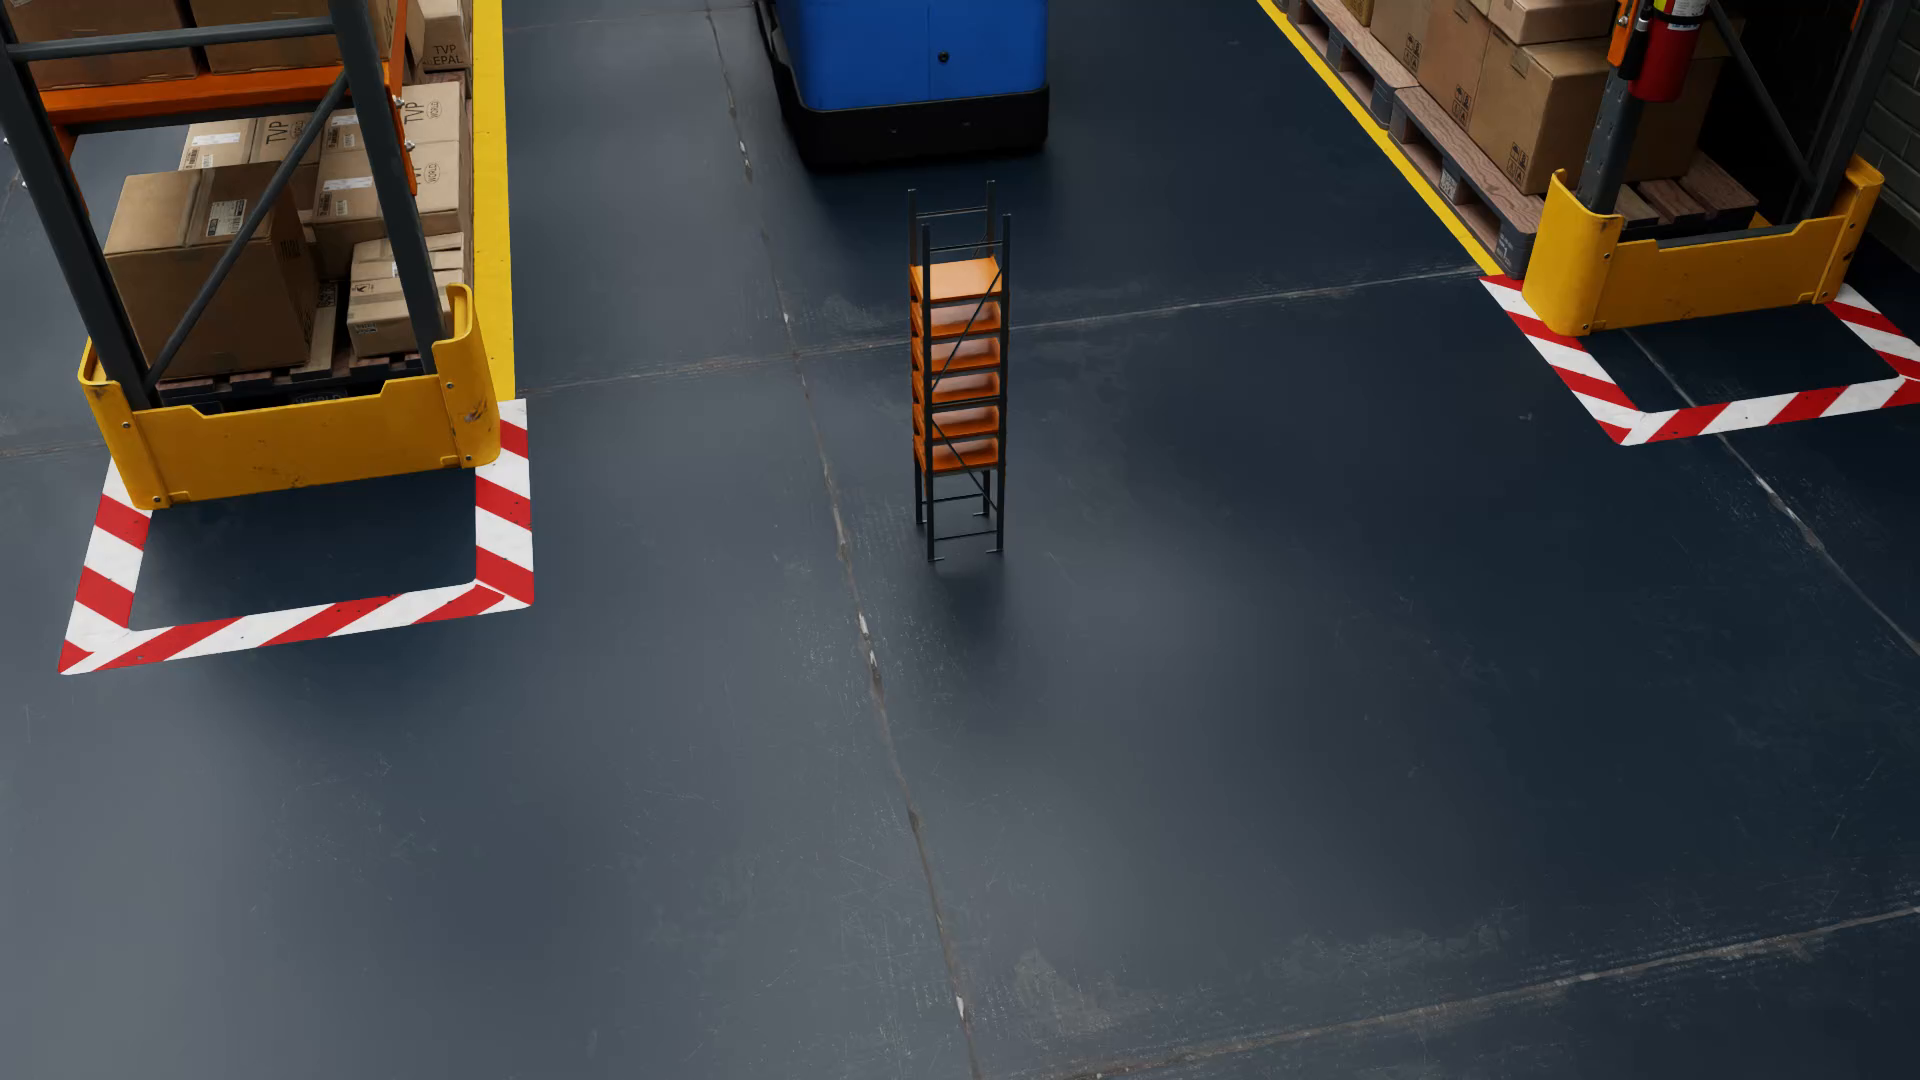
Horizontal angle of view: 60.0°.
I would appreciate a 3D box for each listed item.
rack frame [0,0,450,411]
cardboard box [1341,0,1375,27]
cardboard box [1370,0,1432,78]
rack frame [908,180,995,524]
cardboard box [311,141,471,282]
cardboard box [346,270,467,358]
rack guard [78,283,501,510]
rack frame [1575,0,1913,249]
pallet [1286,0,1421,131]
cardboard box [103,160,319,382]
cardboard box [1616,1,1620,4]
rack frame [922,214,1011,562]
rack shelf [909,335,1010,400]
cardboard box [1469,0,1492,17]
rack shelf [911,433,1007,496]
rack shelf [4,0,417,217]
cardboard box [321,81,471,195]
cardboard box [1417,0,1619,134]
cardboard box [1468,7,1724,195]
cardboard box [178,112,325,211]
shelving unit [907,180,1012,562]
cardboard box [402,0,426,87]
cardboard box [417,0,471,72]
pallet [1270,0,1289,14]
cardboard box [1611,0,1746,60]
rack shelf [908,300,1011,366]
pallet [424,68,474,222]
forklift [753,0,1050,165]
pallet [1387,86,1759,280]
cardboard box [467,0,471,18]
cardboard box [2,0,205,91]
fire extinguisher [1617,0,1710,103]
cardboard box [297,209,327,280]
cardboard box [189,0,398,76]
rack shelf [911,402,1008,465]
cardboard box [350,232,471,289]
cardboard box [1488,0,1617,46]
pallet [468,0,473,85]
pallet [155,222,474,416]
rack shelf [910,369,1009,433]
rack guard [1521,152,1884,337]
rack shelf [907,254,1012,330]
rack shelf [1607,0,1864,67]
[{"bbox_3d":[-2.121,-1.355,4.517,1.000,3.000,0.127,-8,42,-9],"label":"rack frame"},{"bbox_3d":[2.126,-2.723,7.625,0.700,0.500,0.500,-7,42,-8],"label":"cardboard box"},{"bbox_3d":[2.249,-2.379,7.237,0.700,0.500,0.500,-10,42,-11],"label":"cardboard box"},{"bbox_3d":[-0.023,-0.517,4.929,0.240,1.200,0.006,-8,42,-9],"label":"rack frame"},{"bbox_3d":[-2.070,-1.208,6.091,0.500,0.250,0.500,-8,42,-9],"label":"cardboard box"},{"bbox_3d":[-1.876,-0.774,5.678,0.380,0.149,0.250,-8,42,-9],"label":"cardboard box"},{"bbox_3d":[-2.138,-0.469,5.402,1.175,0.500,0.348,-8,42,-9],"label":"rack guard"},{"bbox_3d":[2.715,-2.067,5.319,1.000,3.000,0.127,-8,42,-9],"label":"rack frame"},{"bbox_3d":[2.206,-2.320,7.705,1.003,0.211,1.213,-8,42,-9],"label":"pallet"},{"bbox_3d":[-2.479,-0.902,5.558,0.500,0.500,0.500,-8,42,-9],"label":"cardboard box"},{"bbox_3d":[2.578,-2.247,6.600,0.380,0.149,0.250,-8,42,-9],"label":"cardboard box"},{"bbox_3d":[0.017,-0.399,4.795,0.240,1.200,0.006,-8,42,-9],"label":"rack frame"},{"bbox_3d":[-0.003,-0.515,4.812,0.258,0.103,0.180,-8,42,-9],"label":"rack shelf"},{"bbox_3d":[2.204,-2.194,6.540,0.380,0.149,0.250,-7,42,-8],"label":"cardboard box"},{"bbox_3d":[-0.003,-0.245,5.051,0.258,0.103,0.180,-8,42,-9],"label":"rack shelf"},{"bbox_3d":[-2.553,-2.382,6.216,1.077,0.370,4.000,-8,42,-9],"label":"rack shelf"},{"bbox_3d":[-2.178,-1.532,6.456,0.500,0.250,0.500,-8,42,-9],"label":"cardboard box"},{"bbox_3d":[2.358,-2.053,6.870,0.700,0.500,0.500,-8,42,-9],"label":"cardboard box"},{"bbox_3d":[2.466,-1.729,6.504,0.700,0.500,0.500,-8,42,-9],"label":"cardboard box"},{"bbox_3d":[-2.655,-1.428,6.339,0.500,0.250,0.500,-8,42,-9],"label":"cardboard box"},{"bbox_3d":[-0.003,-0.458,4.862,0.258,1.200,0.189,-8,42,-9],"label":"shelving unit"},{"bbox_3d":[-2.574,-1.961,6.749,0.797,0.503,0.637,-8,42,-9],"label":"cardboard box"},{"bbox_3d":[-2.423,-2.292,7.266,0.500,0.311,0.500,-8,42,-9],"label":"cardboard box"},{"bbox_3d":[1.939,-3.113,8.598,1.003,0.211,1.213,-8,42,-9],"label":"pallet"},{"bbox_3d":[2.688,-1.919,6.230,0.380,0.149,0.250,-8,42,-9],"label":"cardboard box"},{"bbox_3d":[-0.003,-0.604,4.732,0.258,0.103,0.180,-8,42,-9],"label":"rack shelf"},{"bbox_3d":[-2.571,-1.667,6.969,1.003,0.211,1.213,-8,42,-9],"label":"pallet"},{"bbox_3d":[-0.421,-3.639,7.141,1.130,2.935,3.031,-8,42,-9],"label":"forklift"},{"bbox_3d":[2.466,-1.531,6.816,1.003,0.211,1.213,-8,42,-9],"label":"pallet"},{"bbox_3d":[-2.445,-2.483,7.604,0.380,0.149,0.250,-8,42,-9],"label":"cardboard box"},{"bbox_3d":[-2.484,-1.643,4.767,0.500,0.500,0.500,-7,42,-8],"label":"cardboard box"},{"bbox_3d":[2.297,-1.735,5.284,0.296,0.674,0.183,-8,42,-9],"label":"fire extinguisher"},{"bbox_3d":[-2.479,-1.052,5.979,0.380,0.166,0.250,-8,42,-9],"label":"cardboard box"},{"bbox_3d":[-1.960,-1.718,4.850,0.500,0.500,0.500,-8,42,-8],"label":"cardboard box"},{"bbox_3d":[-0.003,-0.335,4.971,0.258,0.103,0.180,-8,42,-9],"label":"rack shelf"},{"bbox_3d":[-1.930,-0.942,5.855,0.380,0.166,0.250,-8,42,-9],"label":"cardboard box"},{"bbox_3d":[2.260,-2.028,6.353,0.380,0.149,0.250,-9,42,-10],"label":"cardboard box"},{"bbox_3d":[-2.837,-2.459,7.862,1.003,0.211,1.213,-8,42,-9],"label":"pallet"},{"bbox_3d":[-2.311,-0.878,6.080,1.003,0.211,1.213,-8,42,-9],"label":"pallet"},{"bbox_3d":[-0.003,-0.425,4.892,0.258,0.103,0.180,-8,42,-9],"label":"rack shelf"},{"bbox_3d":[2.720,-1.117,6.131,1.175,0.500,0.348,-8,42,-9],"label":"rack guard"},{"bbox_3d":[-0.003,-0.694,4.653,0.258,0.103,0.180,-8,42,-9],"label":"rack shelf"},{"bbox_3d":[2.283,-3.094,7.018,1.077,0.370,4.000,-8,42,-9],"label":"rack shelf"}]
